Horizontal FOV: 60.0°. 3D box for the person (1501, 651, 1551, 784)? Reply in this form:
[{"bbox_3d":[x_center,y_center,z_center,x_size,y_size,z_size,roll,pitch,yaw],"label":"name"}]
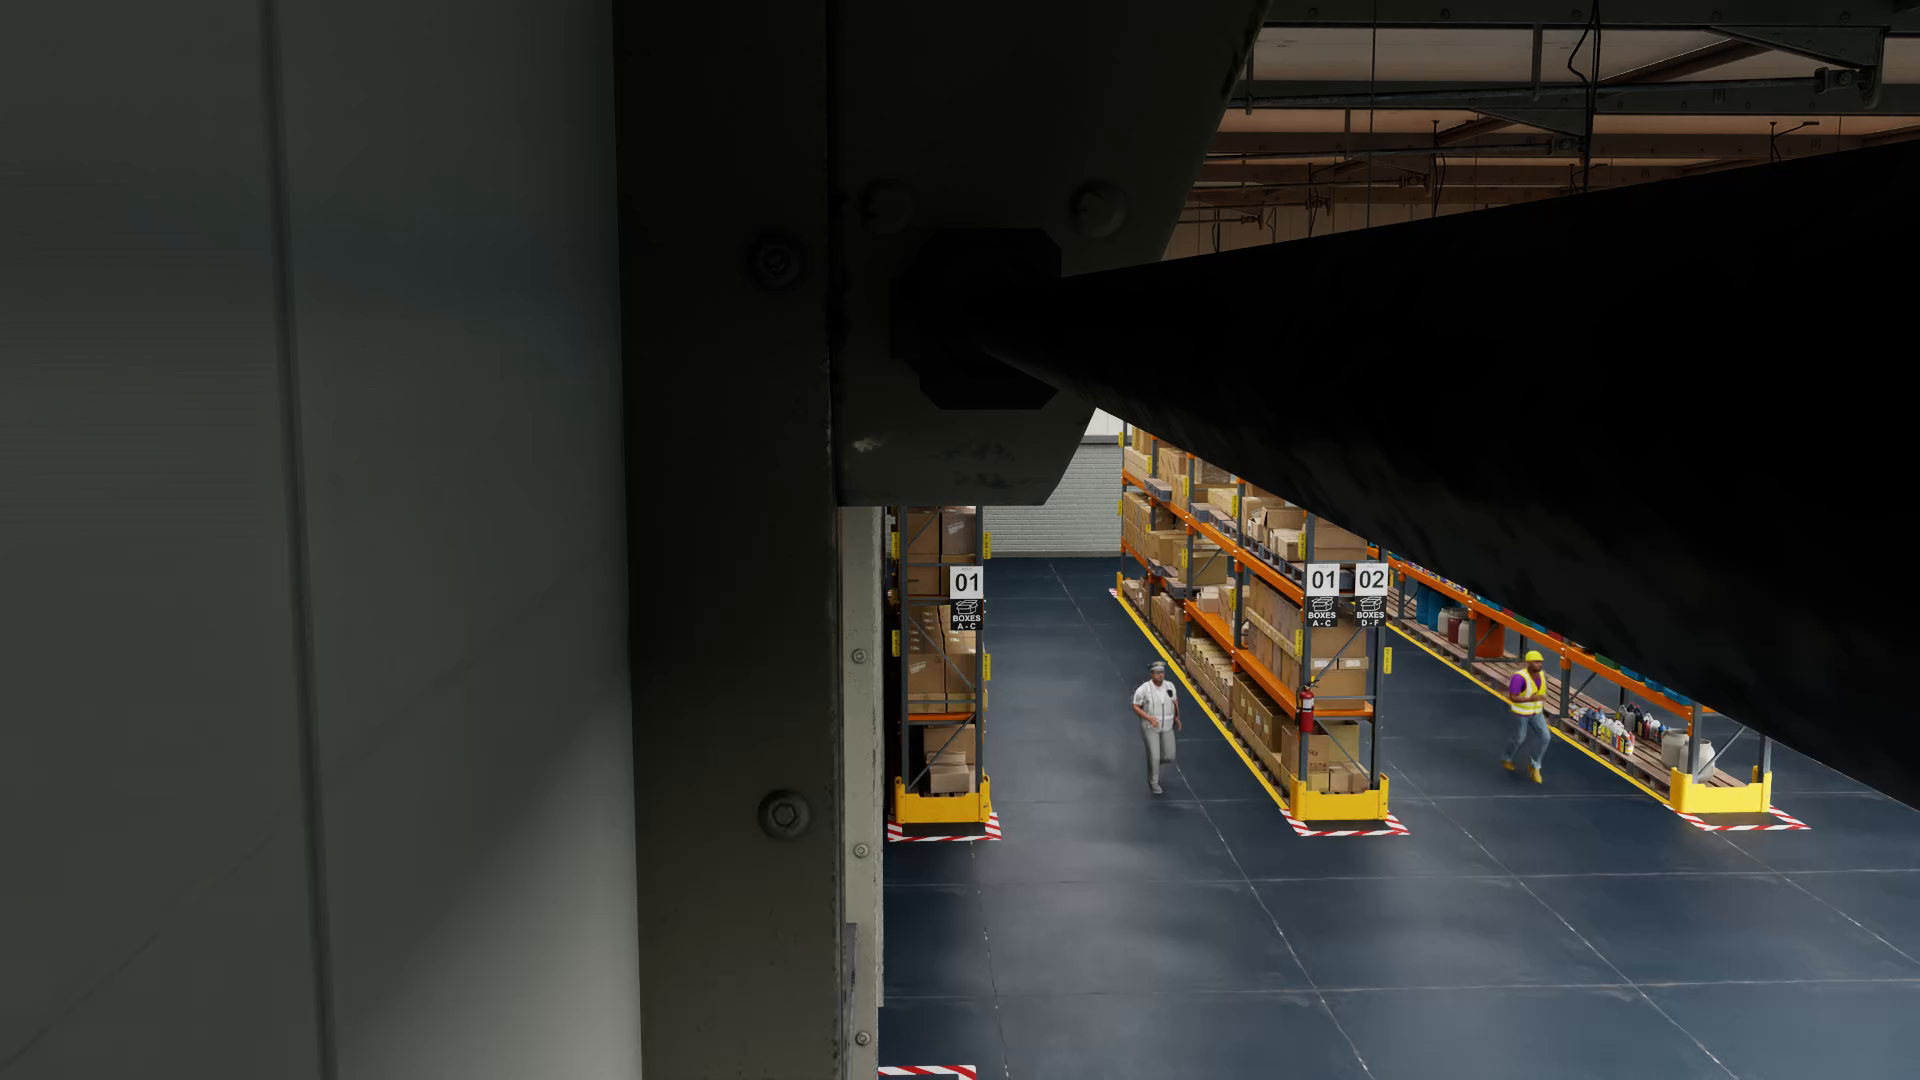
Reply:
[{"bbox_3d":[7.602,2.342,22.322,0.729,1.793,0.839,-3,9,-23],"label":"person"}]

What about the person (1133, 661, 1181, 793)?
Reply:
[{"bbox_3d":[2.589,2.433,21.761,0.664,1.743,0.599,-2,8,-15],"label":"person"}]
